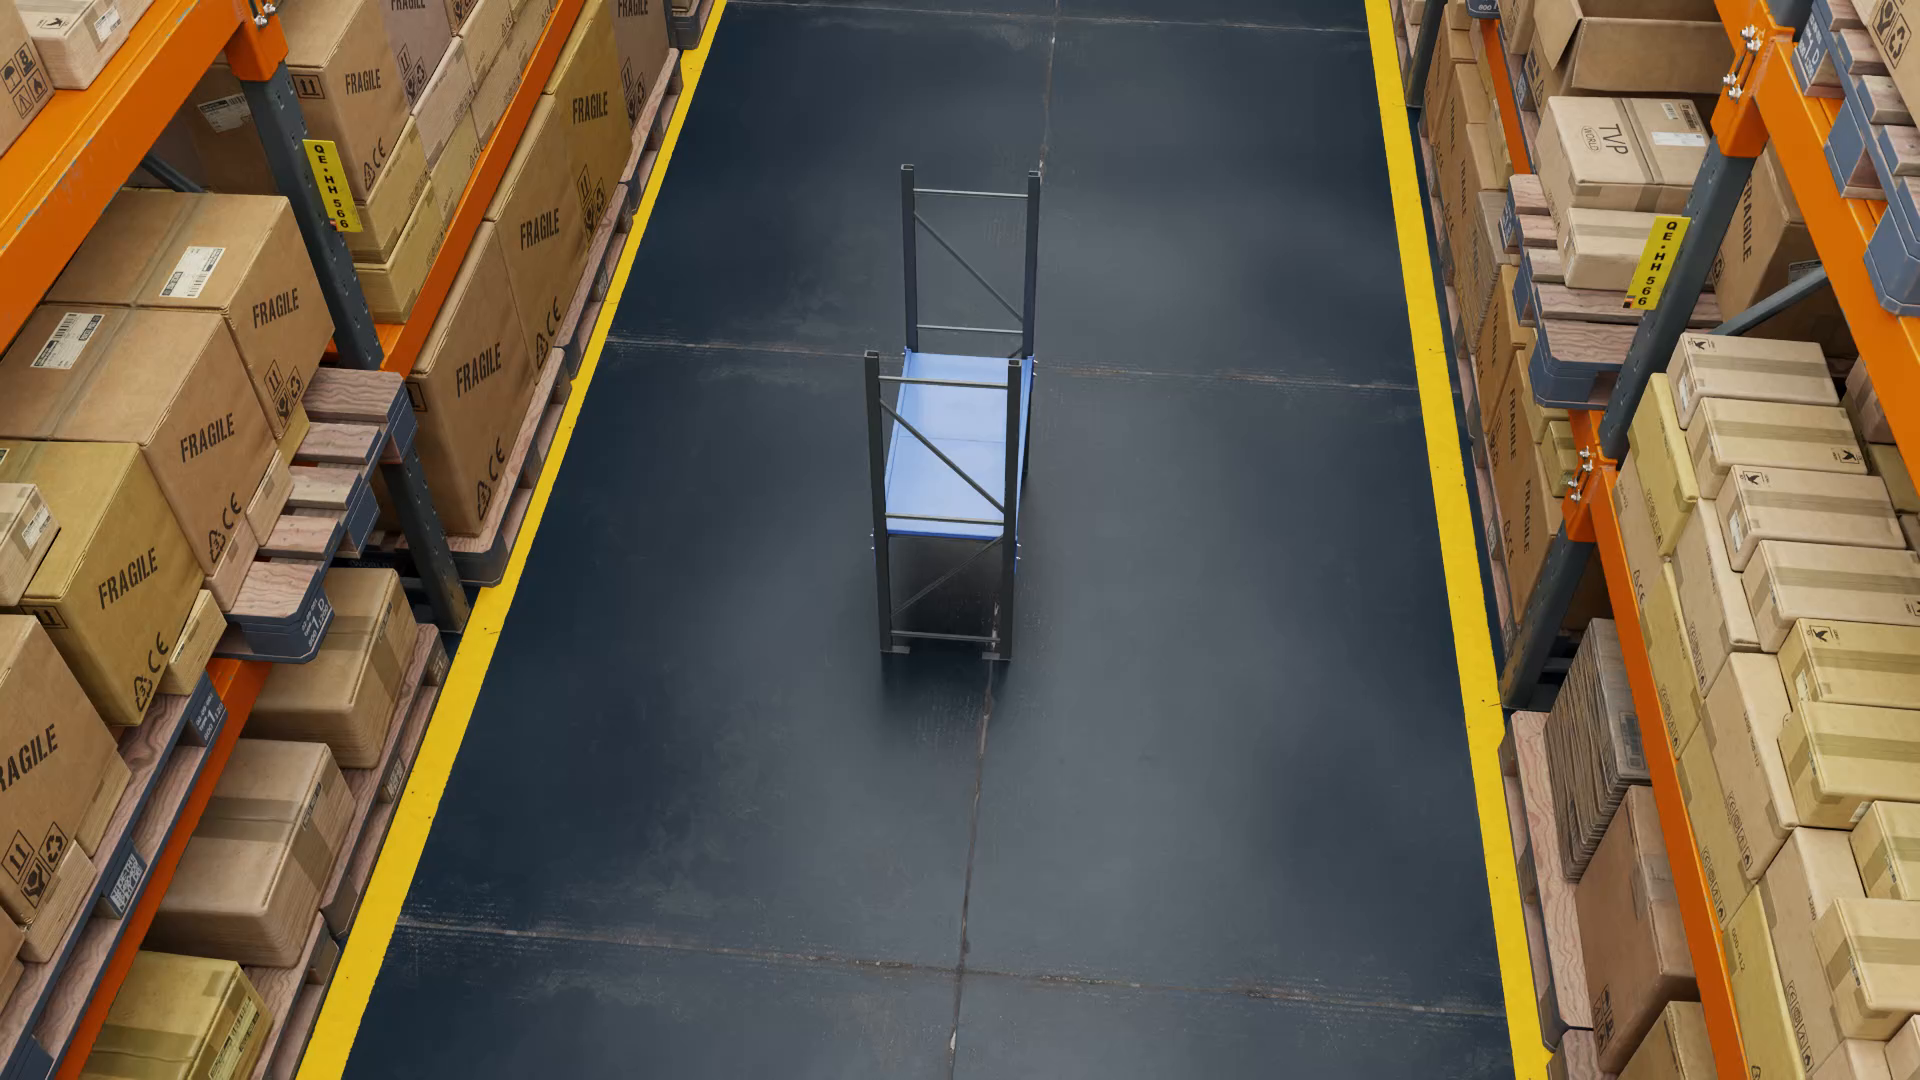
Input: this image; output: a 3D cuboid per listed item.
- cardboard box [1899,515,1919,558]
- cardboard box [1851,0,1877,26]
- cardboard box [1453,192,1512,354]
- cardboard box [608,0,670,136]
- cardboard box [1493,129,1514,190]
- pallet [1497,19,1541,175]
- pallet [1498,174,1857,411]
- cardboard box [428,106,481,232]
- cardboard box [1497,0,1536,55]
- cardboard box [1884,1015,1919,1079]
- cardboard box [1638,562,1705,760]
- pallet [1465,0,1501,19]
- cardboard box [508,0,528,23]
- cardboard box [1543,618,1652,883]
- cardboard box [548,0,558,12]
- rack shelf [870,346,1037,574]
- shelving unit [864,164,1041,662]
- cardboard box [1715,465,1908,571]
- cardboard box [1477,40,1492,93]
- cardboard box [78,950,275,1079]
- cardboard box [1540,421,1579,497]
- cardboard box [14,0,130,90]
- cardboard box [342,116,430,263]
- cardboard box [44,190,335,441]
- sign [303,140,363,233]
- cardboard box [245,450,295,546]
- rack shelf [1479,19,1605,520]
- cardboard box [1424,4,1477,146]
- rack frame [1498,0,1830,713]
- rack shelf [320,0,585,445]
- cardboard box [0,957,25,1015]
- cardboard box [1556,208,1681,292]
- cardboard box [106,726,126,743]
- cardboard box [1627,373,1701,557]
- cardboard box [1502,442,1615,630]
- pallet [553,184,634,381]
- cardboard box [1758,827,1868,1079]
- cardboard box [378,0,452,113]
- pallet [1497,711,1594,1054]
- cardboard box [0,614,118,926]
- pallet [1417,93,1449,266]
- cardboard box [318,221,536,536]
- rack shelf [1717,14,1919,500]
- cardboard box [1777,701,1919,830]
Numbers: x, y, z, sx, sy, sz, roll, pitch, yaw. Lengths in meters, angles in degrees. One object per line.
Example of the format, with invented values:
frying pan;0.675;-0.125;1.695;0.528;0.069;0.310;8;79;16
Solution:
cardboard box;2.714;0.216;4.309;0.500;0.250;0.500;4;48;4
cardboard box;2.189;-1.264;3.673;0.380;0.166;0.250;4;48;3
cardboard box;2.478;-1.149;7.203;0.500;0.500;0.500;2;48;2
cardboard box;-2.032;-2.625;8.299;0.875;0.875;0.875;5;48;5
cardboard box;2.534;-1.638;7.211;0.380;0.149;0.250;5;48;5
pallet;2.696;-1.756;6.479;1.003;0.211;1.213;4;48;4
pallet;2.515;-0.829;5.631;1.213;0.211;1.003;4;48;4
cardboard box;-2.096;-1.393;6.118;0.500;0.250;0.500;3;48;2
cardboard box;2.502;-2.208;6.410;0.700;0.500;0.500;4;48;3
cardboard box;2.056;1.089;3.240;0.380;0.149;0.250;4;48;4
cardboard box;2.189;0.339;4.535;0.500;0.250;0.500;3;48;3
pallet;2.706;-2.686;7.330;1.003;0.211;1.213;4;48;4
cardboard box;-1.963;-2.313;6.621;0.500;0.250;0.500;5;48;4
cardboard box;2.453;0.726;5.404;0.875;0.625;0.625;5;48;5
cardboard box;-1.958;-2.520;7.150;0.500;0.250;0.500;3;48;2
rack shelf;-0.008;-0.322;6.298;0.538;0.185;1.000;4;48;4
shelving unit;-0.008;-0.443;6.165;0.538;1.500;1.048;4;48;4
cardboard box;2.180;-0.042;4.275;0.380;0.149;0.250;5;48;5
cardboard box;2.630;-2.204;7.728;0.380;0.149;0.250;2;48;2
cardboard box;-2.616;1.537;4.833;0.950;0.372;0.625;5;48;5
cardboard box;2.316;-0.288;5.976;0.380;0.149;0.250;2;48;2
cardboard box;-2.254;-1.221;3.997;0.380;0.149;0.250;4;48;4
cardboard box;-2.128;-1.196;5.600;0.500;0.250;0.500;4;48;3
cardboard box;-2.185;-0.645;4.779;0.500;0.500;0.500;3;48;2
sign;-1.879;-1.057;4.978;0.100;0.325;0.005;4;48;4
cardboard box;-2.146;-0.132;4.750;0.380;0.149;0.250;4;48;3
rack shelf;2.706;-1.618;6.710;1.077;0.370;4.000;4;48;4
cardboard box;2.620;-2.288;8.245;0.500;0.500;0.500;6;48;5
rack frame;2.523;-0.391;5.101;1.000;3.000;0.127;4;48;4
rack shelf;-2.238;-1.949;7.013;1.077;0.370;4.000;4;48;4
cardboard box;-2.349;1.011;3.704;0.380;0.149;0.250;4;48;4
cardboard box;2.201;-0.956;5.504;0.380;0.149;0.250;5;48;4
cardboard box;-2.337;0.432;4.234;0.380;0.149;0.250;4;48;4
cardboard box;2.215;-0.201;4.690;0.500;0.250;0.500;4;48;3
cardboard box;2.348;-0.014;6.166;0.500;0.500;0.500;5;48;5
pallet;-2.159;-1.249;7.775;1.003;0.211;1.213;4;48;4
cardboard box;2.106;0.929;3.656;0.500;0.250;0.500;4;48;4
cardboard box;-2.096;-1.804;5.648;0.500;0.500;0.500;4;48;4
pallet;2.409;1.152;5.579;1.003;0.211;1.213;4;48;4
cardboard box;-2.317;0.508;3.725;0.500;0.500;0.500;2;48;2
pallet;2.851;-1.789;8.269;1.003;0.211;1.213;4;48;4
cardboard box;-2.274;-0.649;6.492;0.875;0.875;0.875;3;48;3
rack shelf;2.341;0.309;2.915;1.077;0.370;4.000;4;48;4
cardboard box;2.094;0.520;3.760;0.380;0.149;0.250;5;48;4
